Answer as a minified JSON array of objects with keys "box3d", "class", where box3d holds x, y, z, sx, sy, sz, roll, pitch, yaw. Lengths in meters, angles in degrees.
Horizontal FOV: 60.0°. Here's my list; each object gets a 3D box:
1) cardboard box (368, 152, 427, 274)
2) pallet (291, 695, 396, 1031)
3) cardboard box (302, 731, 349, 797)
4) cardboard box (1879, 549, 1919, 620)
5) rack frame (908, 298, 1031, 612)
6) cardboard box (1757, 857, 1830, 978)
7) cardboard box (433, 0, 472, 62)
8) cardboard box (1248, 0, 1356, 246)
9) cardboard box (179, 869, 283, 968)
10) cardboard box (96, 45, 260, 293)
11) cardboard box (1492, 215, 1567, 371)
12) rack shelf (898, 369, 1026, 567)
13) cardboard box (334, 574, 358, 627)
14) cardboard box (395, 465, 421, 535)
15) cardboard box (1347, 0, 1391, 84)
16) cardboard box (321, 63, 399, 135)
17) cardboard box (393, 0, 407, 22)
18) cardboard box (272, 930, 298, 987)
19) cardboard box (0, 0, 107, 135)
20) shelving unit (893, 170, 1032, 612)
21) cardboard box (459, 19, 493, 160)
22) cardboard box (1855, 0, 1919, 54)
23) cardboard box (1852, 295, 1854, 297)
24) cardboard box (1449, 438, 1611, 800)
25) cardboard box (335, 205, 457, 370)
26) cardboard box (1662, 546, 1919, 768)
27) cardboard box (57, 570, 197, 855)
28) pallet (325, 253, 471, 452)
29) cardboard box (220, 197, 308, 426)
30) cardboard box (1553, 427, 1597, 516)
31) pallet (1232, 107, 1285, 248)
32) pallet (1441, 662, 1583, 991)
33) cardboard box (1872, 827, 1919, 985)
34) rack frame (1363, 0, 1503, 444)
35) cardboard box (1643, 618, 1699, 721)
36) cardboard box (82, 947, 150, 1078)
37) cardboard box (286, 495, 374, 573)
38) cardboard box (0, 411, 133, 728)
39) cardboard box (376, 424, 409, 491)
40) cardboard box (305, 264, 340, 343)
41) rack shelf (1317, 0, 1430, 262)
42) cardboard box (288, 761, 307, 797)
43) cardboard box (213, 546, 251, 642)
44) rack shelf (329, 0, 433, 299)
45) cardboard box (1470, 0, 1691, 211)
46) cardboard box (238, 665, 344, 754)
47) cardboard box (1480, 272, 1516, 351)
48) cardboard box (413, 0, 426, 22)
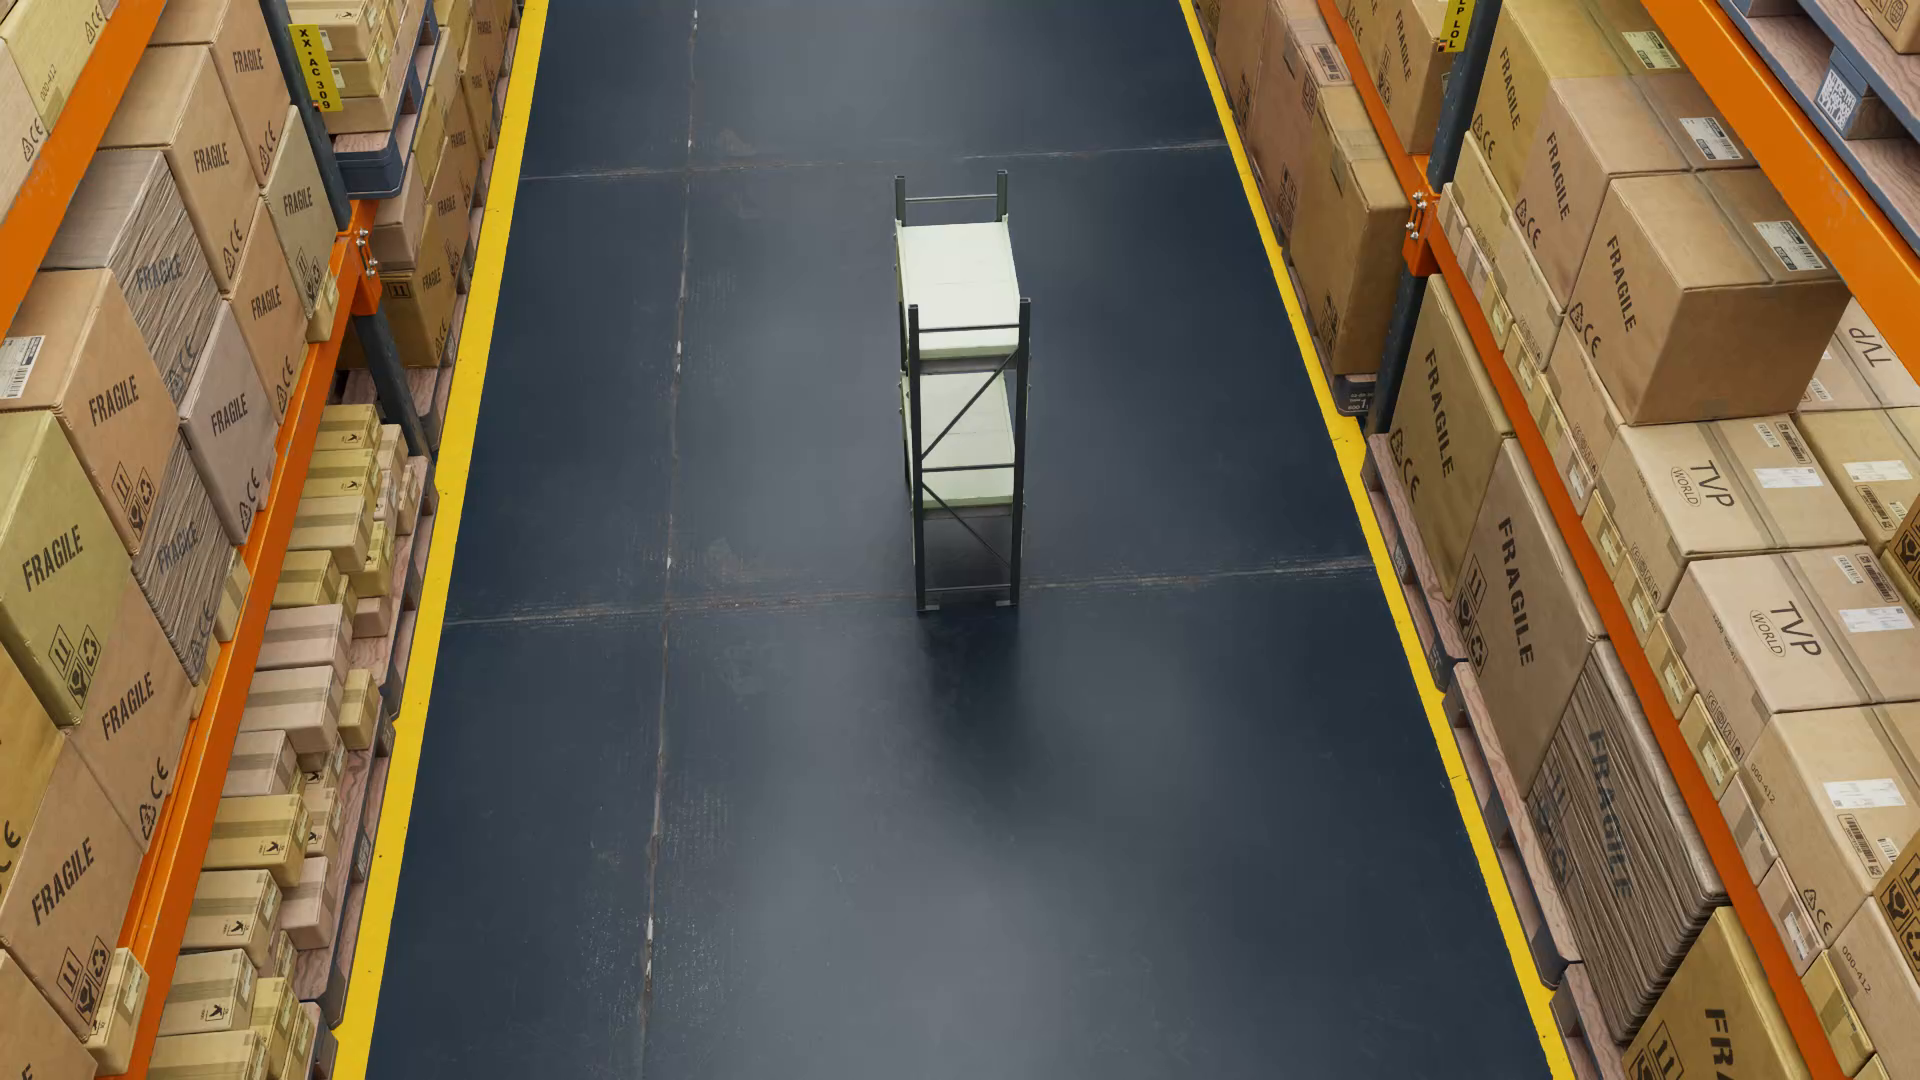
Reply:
[{"box3d":[-2.506,-1.342,6.870,0.500,0.250,0.500,-5,47,-5],"class":"cardboard box"},{"box3d":[-2.510,1.079,5.582,1.003,0.211,1.213,-3,47,-3],"class":"pallet"},{"box3d":[-2.293,0.792,5.608,0.380,0.149,0.250,-3,47,-3],"class":"cardboard box"},{"box3d":[2.719,0.264,4.333,0.500,0.250,0.500,-5,47,-5],"class":"cardboard box"},{"box3d":[0.030,-0.256,5.959,0.400,1.500,0.023,-3,47,-3],"class":"rack frame"},{"box3d":[2.177,0.896,4.009,0.380,0.149,0.250,-3,47,-3],"class":"cardboard box"},{"box3d":[-2.643,-2.473,7.942,0.500,0.250,0.500,-2,47,-2],"class":"cardboard box"},{"box3d":[2.095,-1.999,7.751,1.225,0.875,0.875,-5,47,-5],"class":"cardboard box"},{"box3d":[-2.231,1.120,4.888,0.380,0.149,0.250,-2,47,-2],"class":"cardboard box"},{"box3d":[-2.350,-1.031,4.698,0.500,0.500,0.500,-5,47,-5],"class":"cardboard box"},{"box3d":[2.059,-0.811,5.351,0.500,0.250,0.500,-4,47,-3],"class":"cardboard box"},{"box3d":[-0.001,-0.296,6.447,0.431,0.370,0.720,-3,47,-3],"class":"rack shelf"},{"box3d":[-2.366,0.269,5.898,0.380,0.149,0.250,-3,47,-3],"class":"cardboard box"},{"box3d":[-2.335,-0.149,6.500,0.380,0.149,0.250,-3,47,-3],"class":"cardboard box"},{"box3d":[1.898,-2.191,6.690,0.500,0.500,0.500,-2,47,-2],"class":"cardboard box"},{"box3d":[-2.282,-1.619,6.101,0.380,0.149,0.250,-6,47,-5],"class":"cardboard box"},{"box3d":[-2.327,-2.095,6.348,0.380,0.149,0.250,-2,47,-2],"class":"cardboard box"},{"box3d":[-2.257,1.349,5.080,0.380,0.149,0.250,-3,47,-3],"class":"cardboard box"},{"box3d":[-2.324,-1.160,3.820,0.500,0.250,0.500,-4,47,-4],"class":"cardboard box"},{"box3d":[-0.001,-0.521,6.210,0.431,1.500,0.755,-3,47,-3],"class":"shelving unit"},{"box3d":[-2.626,-2.209,8.209,0.500,0.500,0.500,-5,47,-5],"class":"cardboard box"},{"box3d":[2.312,-1.382,3.500,0.700,0.500,0.500,-2,47,-2],"class":"cardboard box"},{"box3d":[2.588,-0.849,5.387,0.500,0.250,0.500,-2,47,-2],"class":"cardboard box"},{"box3d":[2.295,0.243,5.628,0.875,0.875,0.875,-3,47,-3],"class":"cardboard box"},{"box3d":[-2.505,-1.084,7.143,0.500,0.500,0.500,-2,47,-2],"class":"cardboard box"},{"box3d":[2.189,0.297,4.301,0.500,0.250,0.500,-5,47,-5],"class":"cardboard box"},{"box3d":[-2.233,0.427,4.006,0.500,0.500,0.500,-3,47,-3],"class":"cardboard box"},{"box3d":[-2.774,-0.852,7.412,1.003,0.211,1.213,-3,47,-3],"class":"pallet"},{"box3d":[-2.343,-0.676,5.051,0.500,0.500,0.500,-5,47,-4],"class":"cardboard box"},{"box3d":[2.046,-0.218,5.064,0.380,0.149,0.250,-3,47,-3],"class":"cardboard box"},{"box3d":[1.999,-1.956,8.457,1.003,0.211,1.213,-3,47,-3],"class":"pallet"},{"box3d":[2.335,0.922,5.731,1.003,0.211,1.213,-3,47,-3],"class":"pallet"},{"box3d":[2.276,0.772,3.334,0.500,0.500,0.500,-3,47,-3],"class":"cardboard box"},{"box3d":[2.244,-1.476,6.082,1.000,3.000,0.127,-3,47,-3],"class":"rack frame"},{"box3d":[2.112,0.340,4.535,0.380,0.149,0.250,-3,47,-3],"class":"cardboard box"},{"box3d":[-2.104,1.099,3.817,0.380,0.149,0.250,-5,47,-4],"class":"cardboard box"},{"box3d":[-2.329,-0.013,5.961,0.380,0.149,0.250,-4,47,-4],"class":"cardboard box"},{"box3d":[-2.215,0.082,3.644,0.500,0.500,0.500,-4,47,-4],"class":"cardboard box"},{"box3d":[-2.364,-0.306,6.443,0.380,0.149,0.250,-3,47,-2],"class":"cardboard box"},{"box3d":[-2.320,-0.790,5.605,0.380,0.149,0.250,-5,47,-4],"class":"cardboard box"},{"box3d":[2.077,-2.676,7.714,1.077,0.370,4.000,-3,47,-3],"class":"rack shelf"},{"box3d":[-2.343,0.843,5.355,0.380,0.149,0.250,-1,47,-1],"class":"cardboard box"},{"box3d":[-2.247,0.157,4.708,0.380,0.149,0.250,-3,47,-3],"class":"cardboard box"},{"box3d":[-2.874,-2.448,7.498,1.077,0.370,4.000,-3,47,-3],"class":"rack shelf"},{"box3d":[2.029,-1.423,5.414,0.500,0.500,0.500,-3,47,-3],"class":"cardboard box"},{"box3d":[-2.235,0.564,5.414,0.380,0.149,0.250,-5,47,-5],"class":"cardboard box"},{"box3d":[1.982,-0.775,5.591,0.380,0.149,0.250,-2,47,-2],"class":"cardboard box"},{"box3d":[-2.348,-2.182,6.634,0.380,0.149,0.250,-3,47,-3],"class":"cardboard box"}]
